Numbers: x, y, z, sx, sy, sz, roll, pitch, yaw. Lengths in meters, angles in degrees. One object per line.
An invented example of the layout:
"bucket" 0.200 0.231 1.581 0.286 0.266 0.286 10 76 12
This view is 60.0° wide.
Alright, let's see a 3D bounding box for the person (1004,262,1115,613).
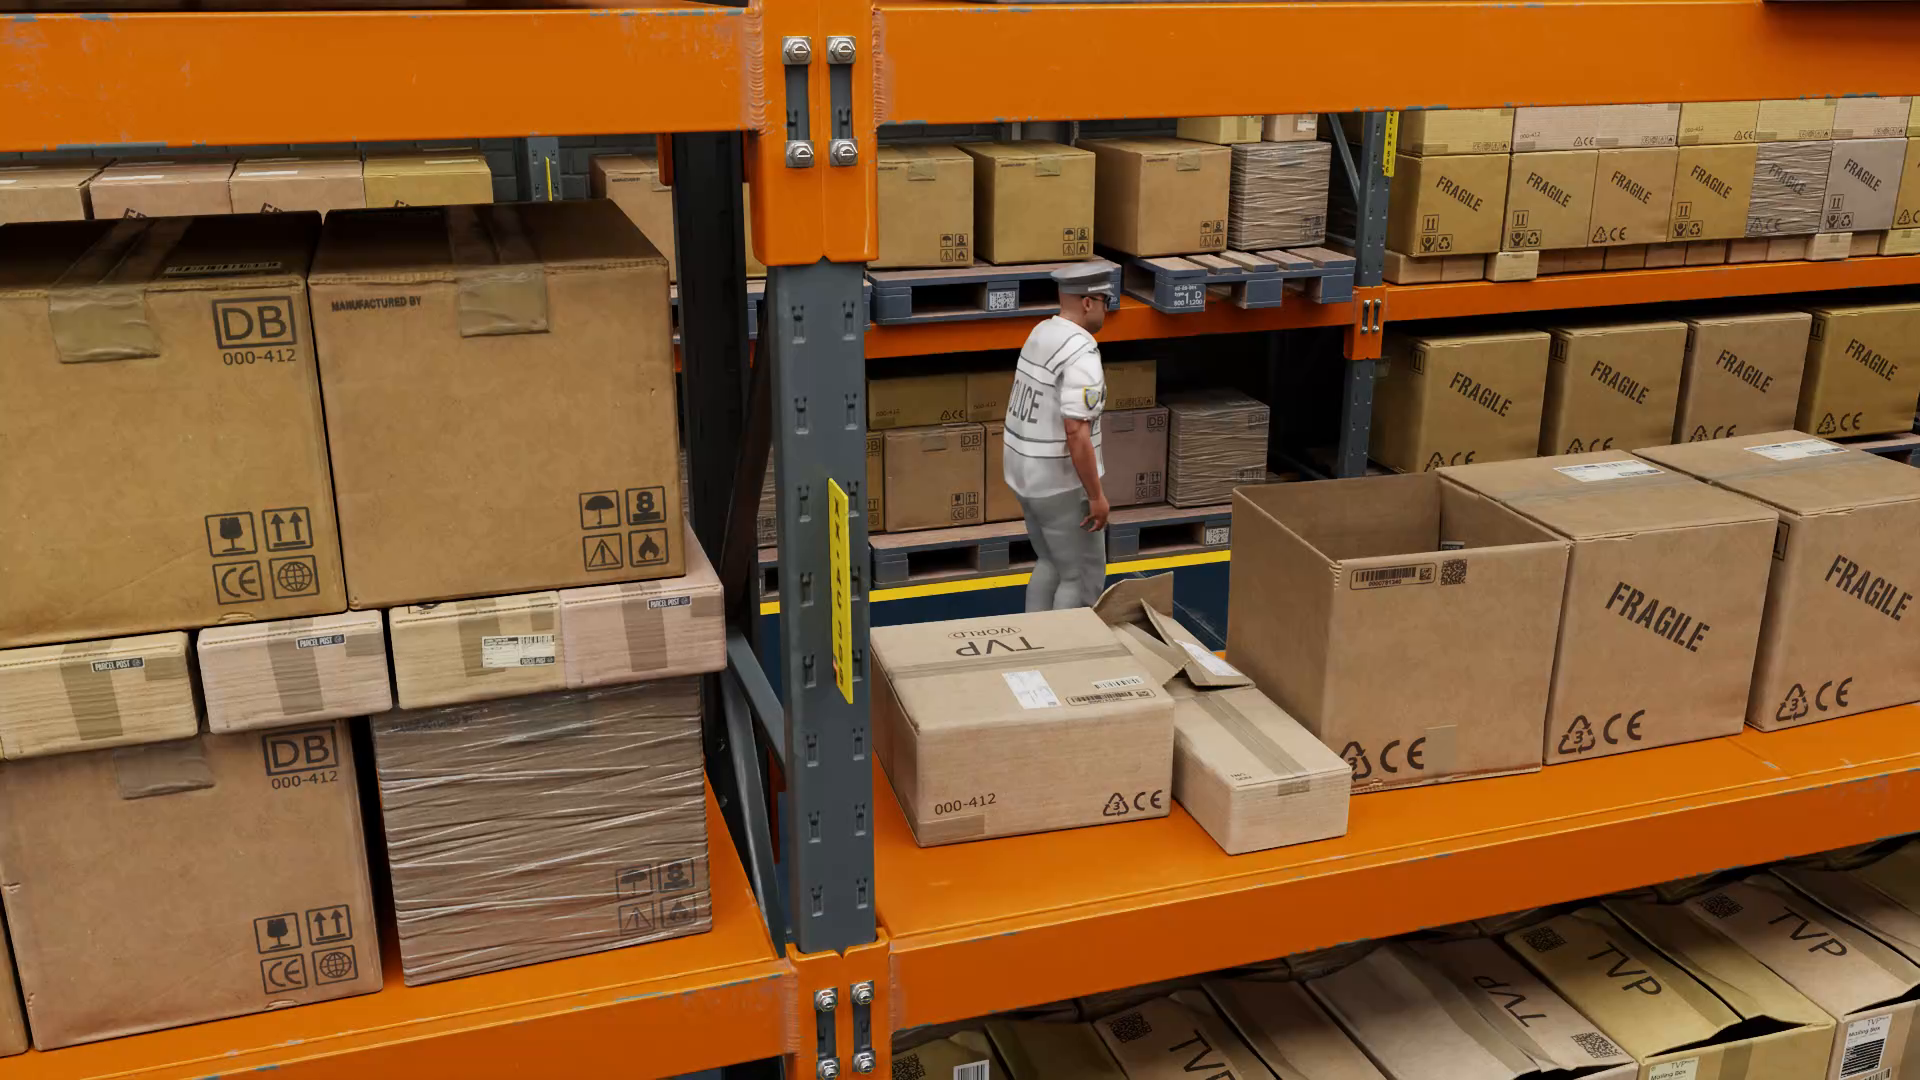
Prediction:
"person" 0.411 -0.240 6.747 0.432 1.748 0.585 -6 20 -17
